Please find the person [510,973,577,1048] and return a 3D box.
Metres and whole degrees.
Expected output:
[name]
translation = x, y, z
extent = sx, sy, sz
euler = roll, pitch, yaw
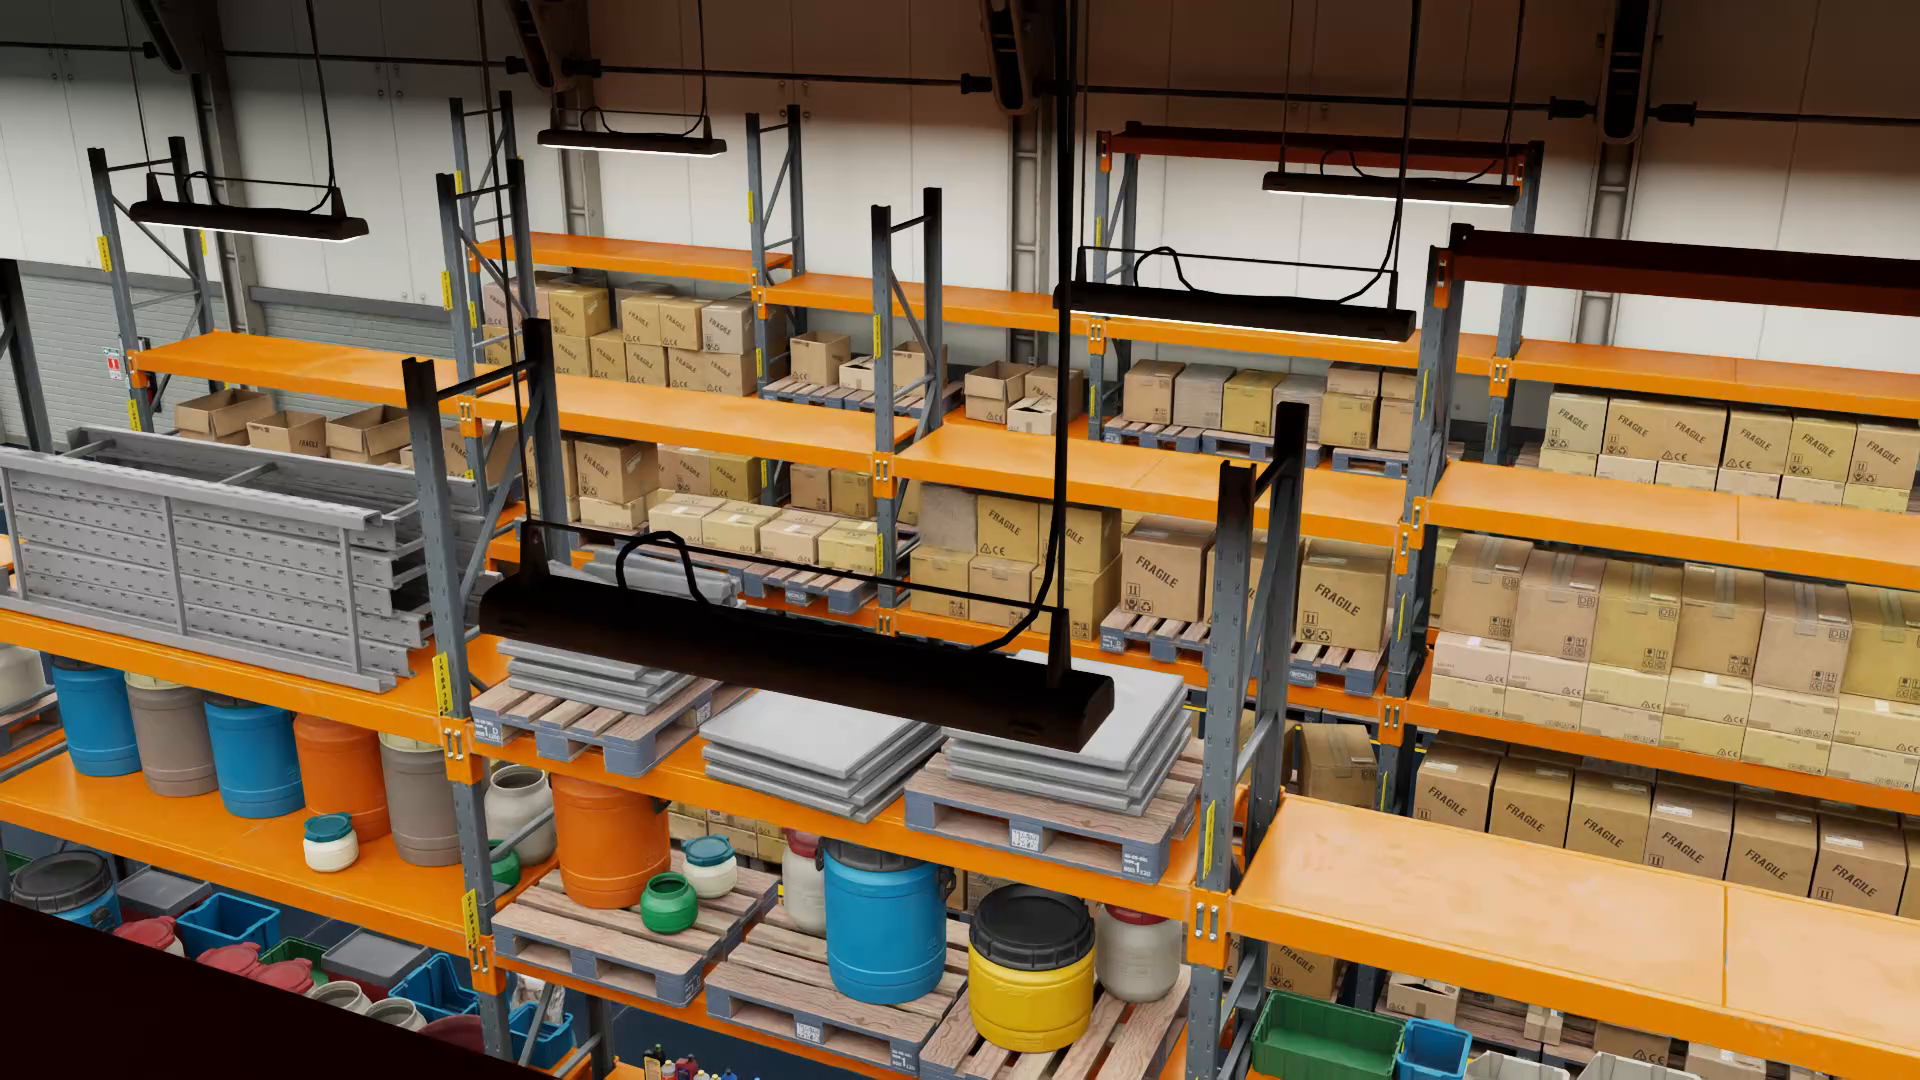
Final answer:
[person]
translation = -2.933, 3.348, 11.487
extent = 0.596, 1.702, 0.509
euler = -2, 21, -5
